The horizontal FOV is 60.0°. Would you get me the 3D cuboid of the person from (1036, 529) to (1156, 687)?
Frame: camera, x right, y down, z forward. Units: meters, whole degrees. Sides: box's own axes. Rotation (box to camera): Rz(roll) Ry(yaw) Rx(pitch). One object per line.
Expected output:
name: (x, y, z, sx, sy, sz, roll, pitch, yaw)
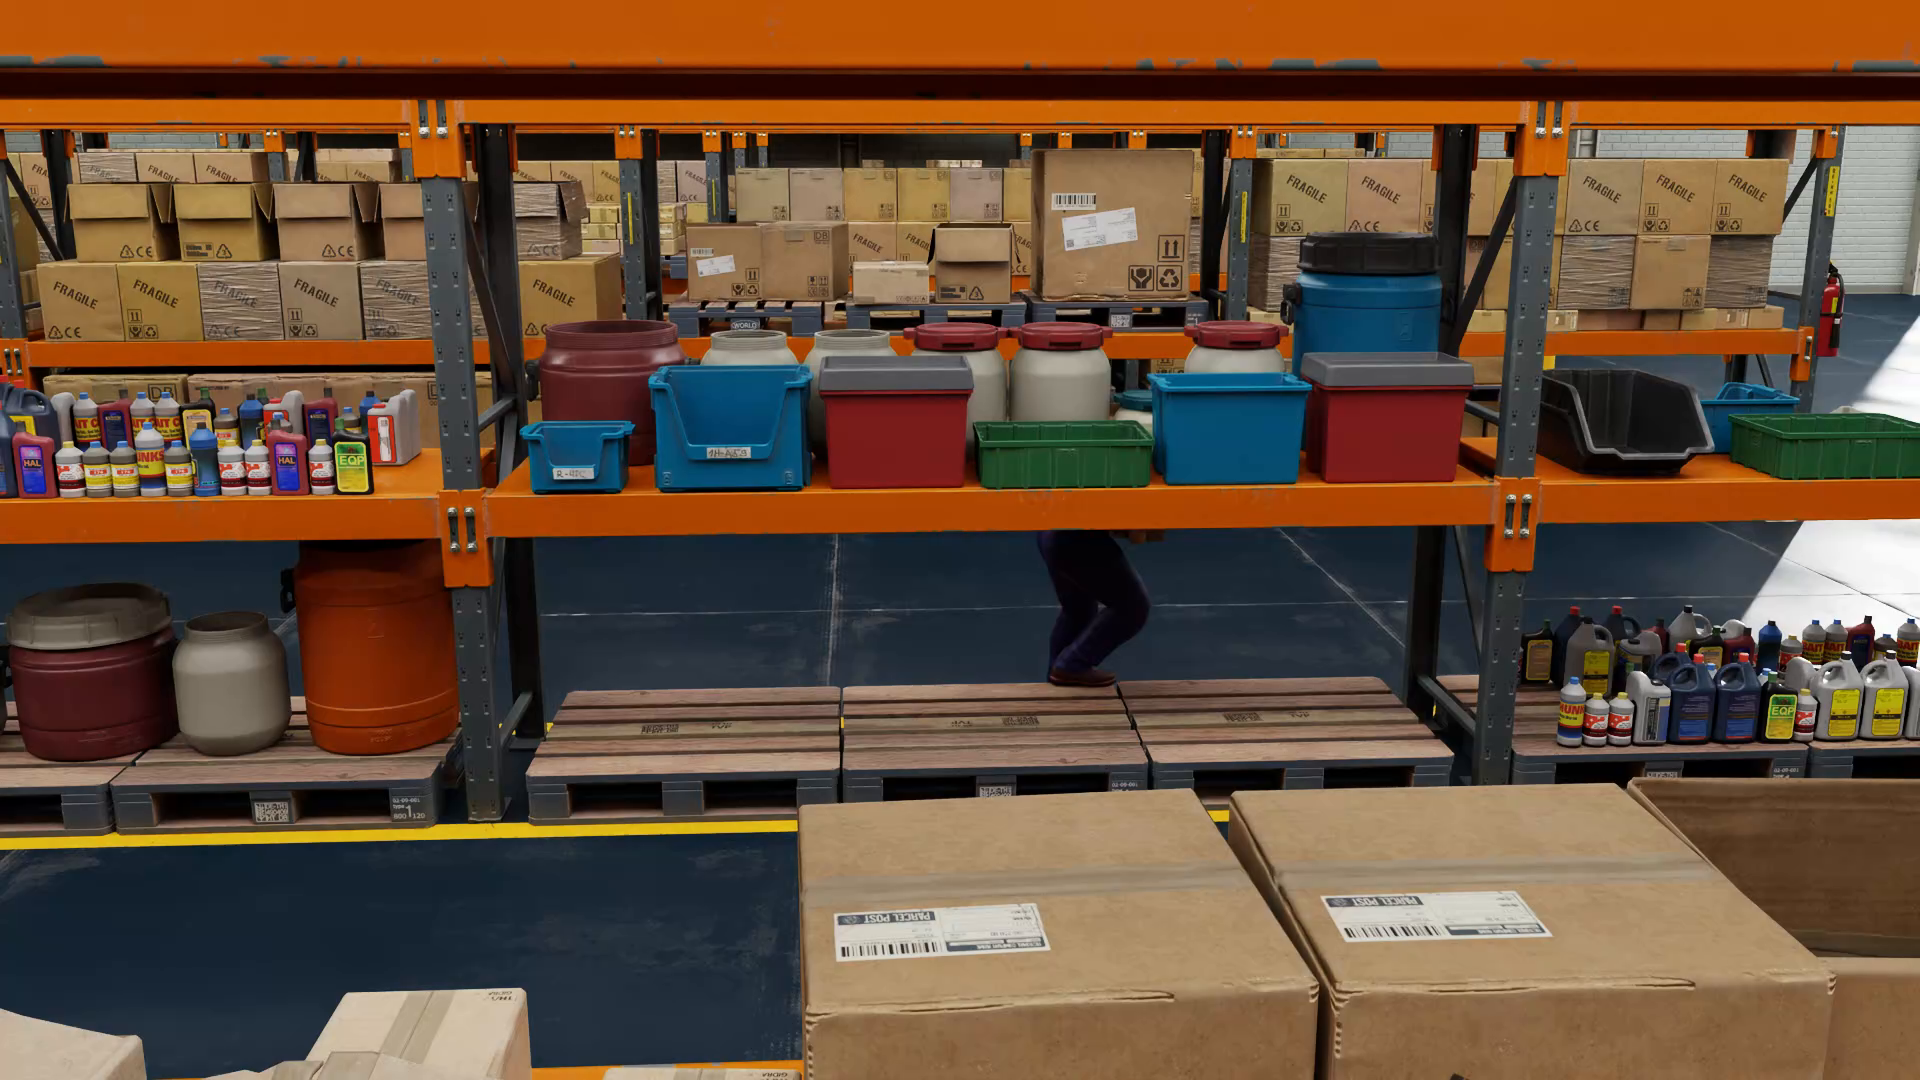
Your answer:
person: (0.567, 0.029, 7.477, 0.584, 1.611, 0.445, 0, 14, -2)
